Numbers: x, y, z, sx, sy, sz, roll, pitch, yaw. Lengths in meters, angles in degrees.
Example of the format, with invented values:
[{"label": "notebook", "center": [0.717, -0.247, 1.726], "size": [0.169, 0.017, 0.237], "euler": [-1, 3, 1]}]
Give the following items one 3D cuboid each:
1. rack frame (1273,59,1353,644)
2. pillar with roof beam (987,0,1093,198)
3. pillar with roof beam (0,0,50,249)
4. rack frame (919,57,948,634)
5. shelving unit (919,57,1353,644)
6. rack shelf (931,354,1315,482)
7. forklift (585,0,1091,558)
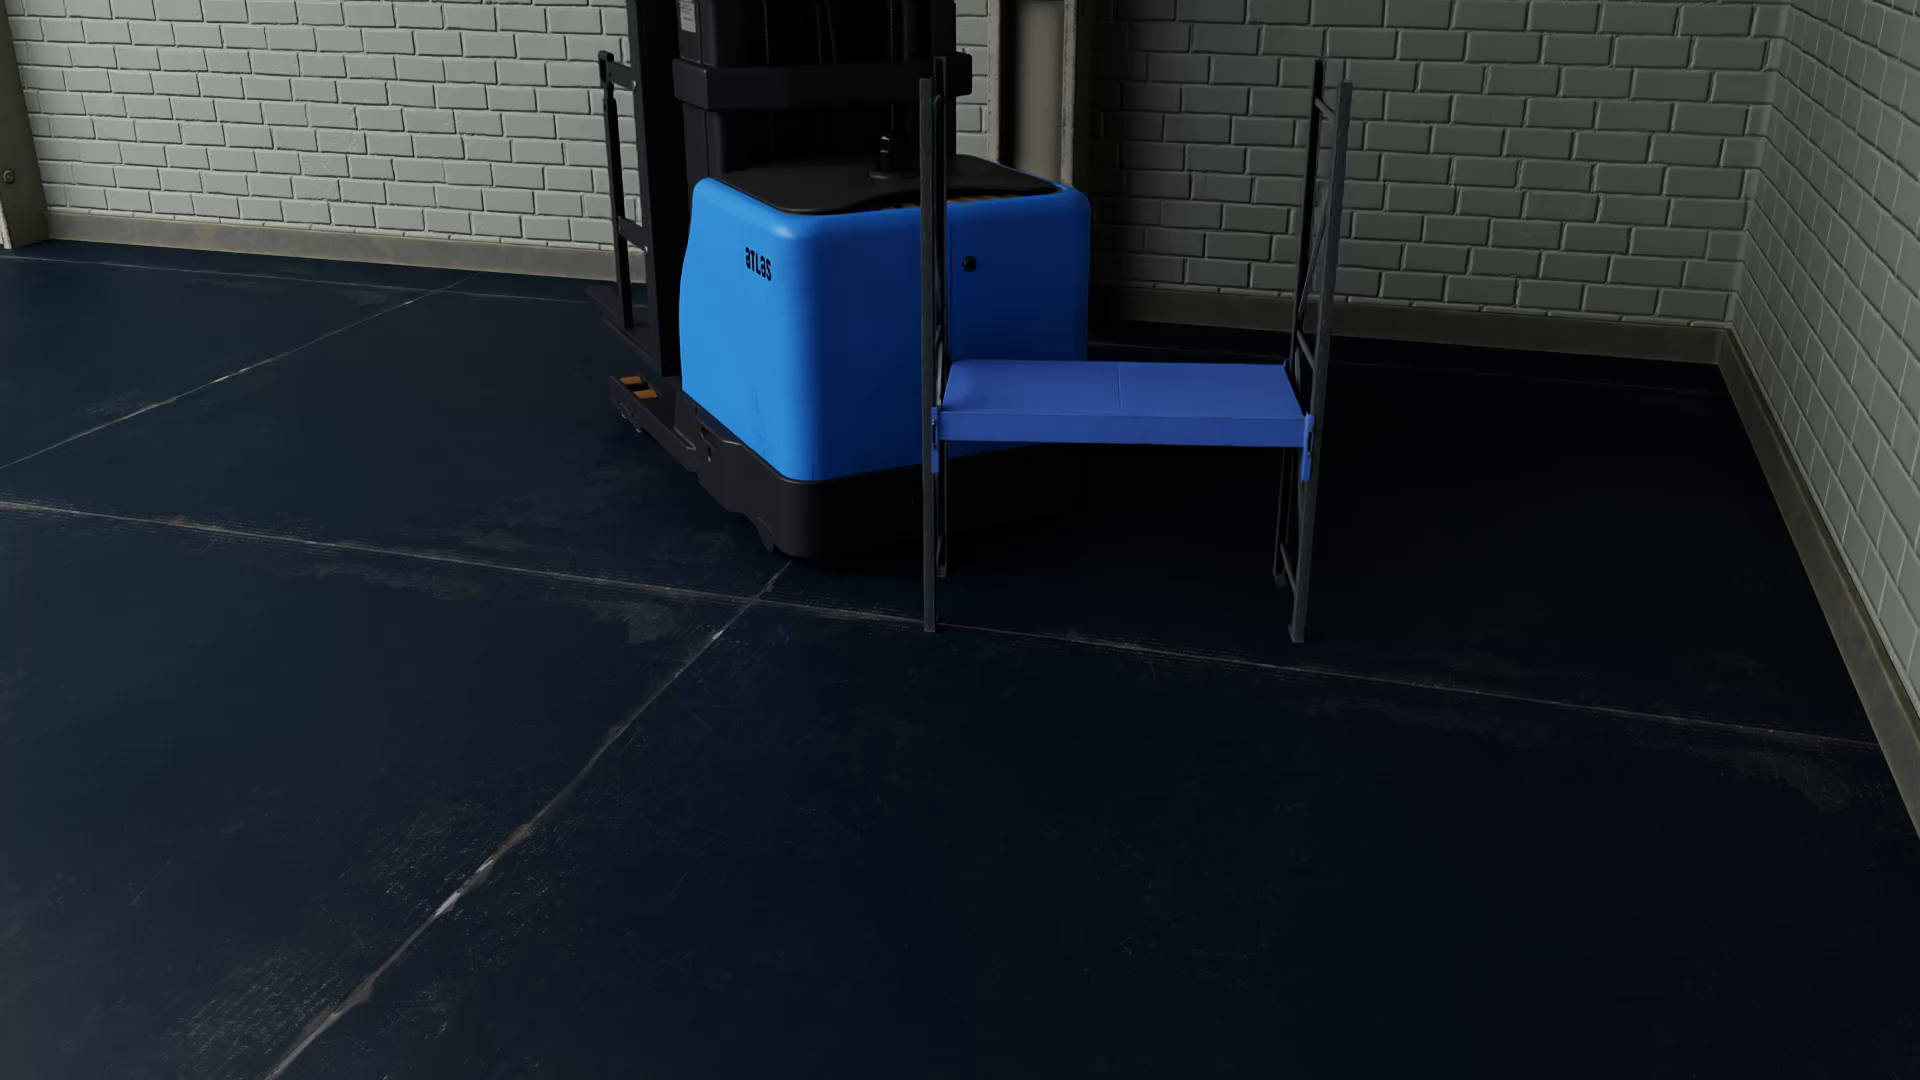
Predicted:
[{"label": "rack frame", "center": [0.946, -0.502, 4.519], "size": [0.032, 1.500, 0.500], "euler": [1, 22, 3]}, {"label": "pillar with roof beam", "center": [-0.889, -3.630, 2.263], "size": [0.400, 9.000, 9.100], "euler": [7, 23, 16]}, {"label": "pillar with roof beam", "center": [-6.634, -4.288, 3.866], "size": [0.400, 9.000, 9.100], "euler": [7, 23, 16]}, {"label": "rack frame", "center": [-0.068, -0.527, 4.578], "size": [0.032, 1.500, 0.500], "euler": [1, 22, 3]}, {"label": "shelving unit", "center": [0.439, -0.515, 4.548], "size": [1.048, 1.500, 0.538], "euler": [1, 22, 3]}, {"label": "rack shelf", "center": [0.439, -0.348, 4.616], "size": [1.000, 0.185, 0.538], "euler": [1, 22, 3]}, {"label": "forklift", "center": [-0.697, -1.823, 5.853], "size": [1.130, 2.935, 3.031], "euler": [-11, 25, -24]}]
